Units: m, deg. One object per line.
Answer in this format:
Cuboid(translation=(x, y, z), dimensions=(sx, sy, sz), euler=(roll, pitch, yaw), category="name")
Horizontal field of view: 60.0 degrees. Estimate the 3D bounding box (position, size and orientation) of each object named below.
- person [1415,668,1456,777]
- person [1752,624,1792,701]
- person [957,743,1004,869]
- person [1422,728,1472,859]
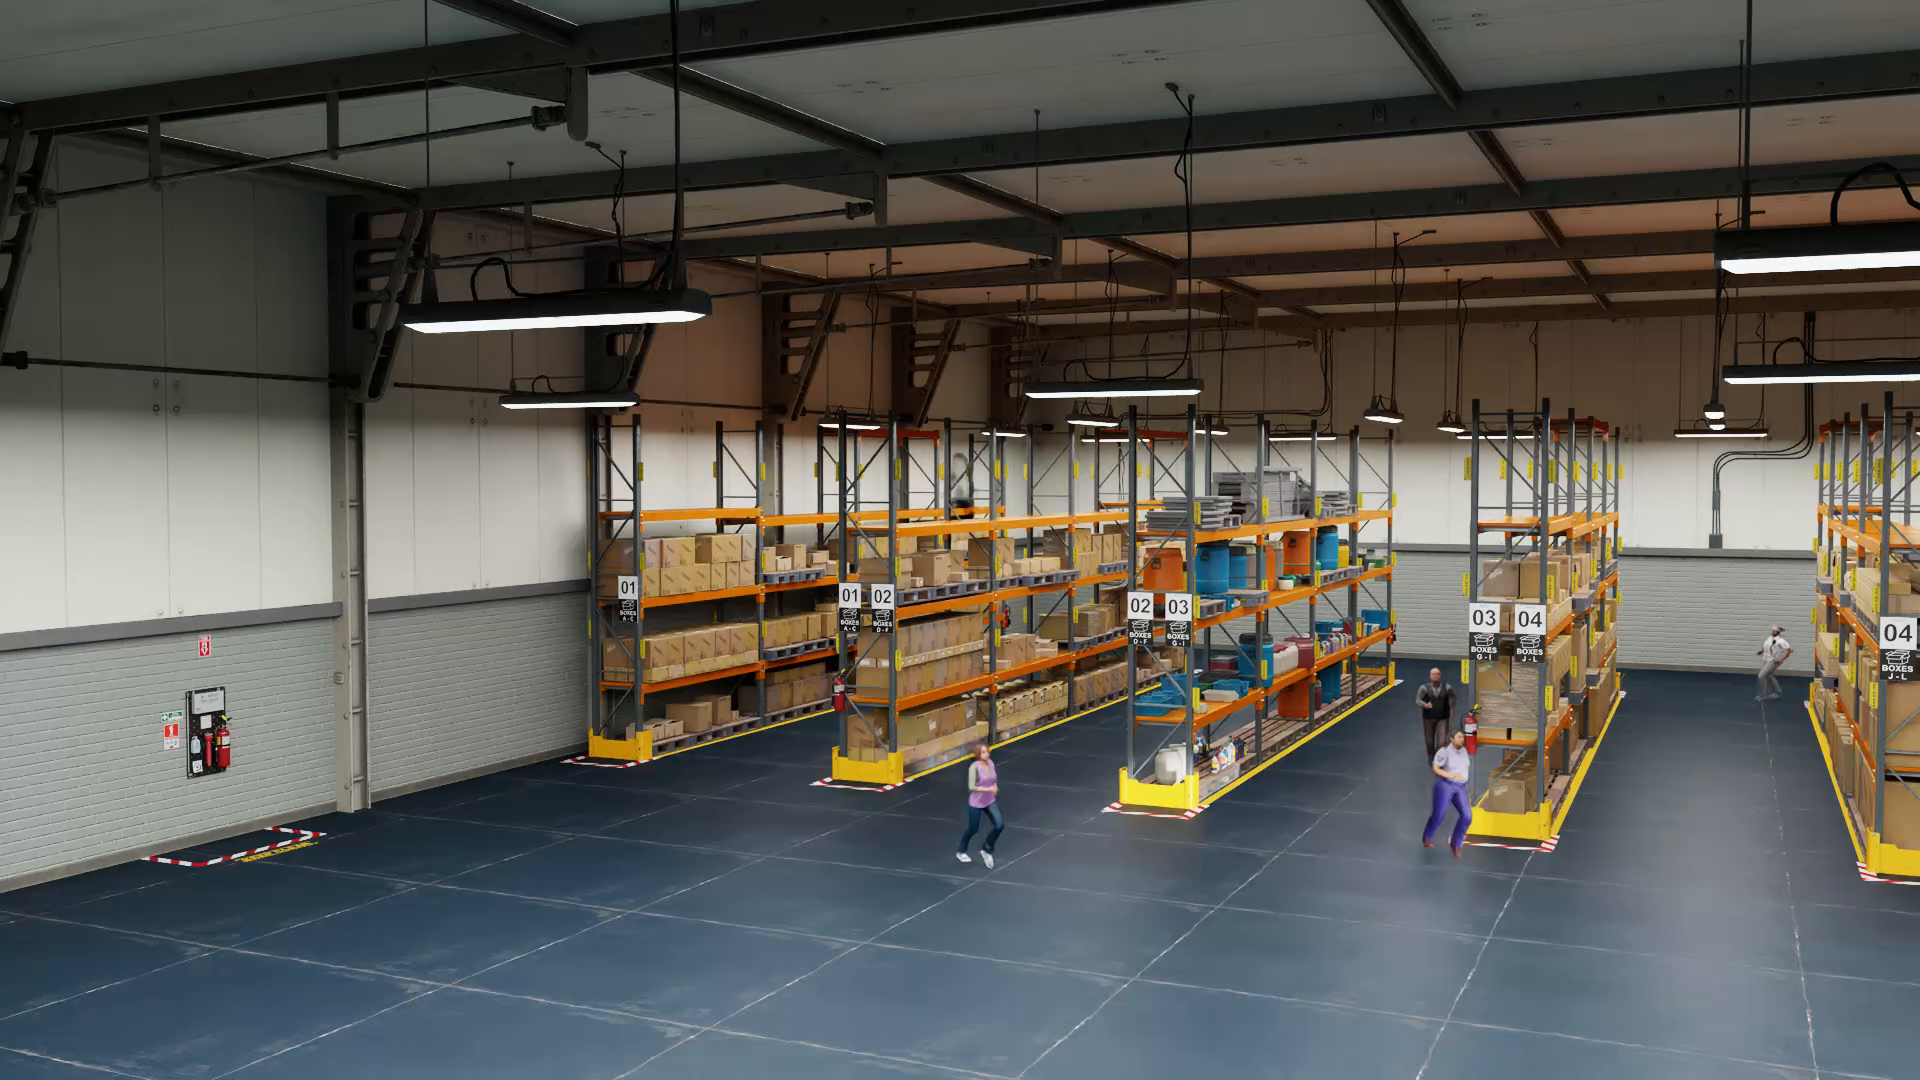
Cuboid(translation=(7.863, 2.982, 27.488), dimensions=(0.651, 1.726, 0.963), euler=(1, 2, 16), category="person")
Cuboid(translation=(17.697, 2.688, 36.239), dimensions=(0.728, 1.718, 0.633), euler=(0, 2, -4), category="person")
Cuboid(translation=(0.291, 3.333, 20.938), dimensions=(0.548, 1.582, 0.808), euler=(-2, 3, -34), category="person")
Cuboid(translation=(6.429, 3.309, 21.762), dimensions=(0.633, 1.706, 0.718), euler=(-1, 2, -18), category="person")
